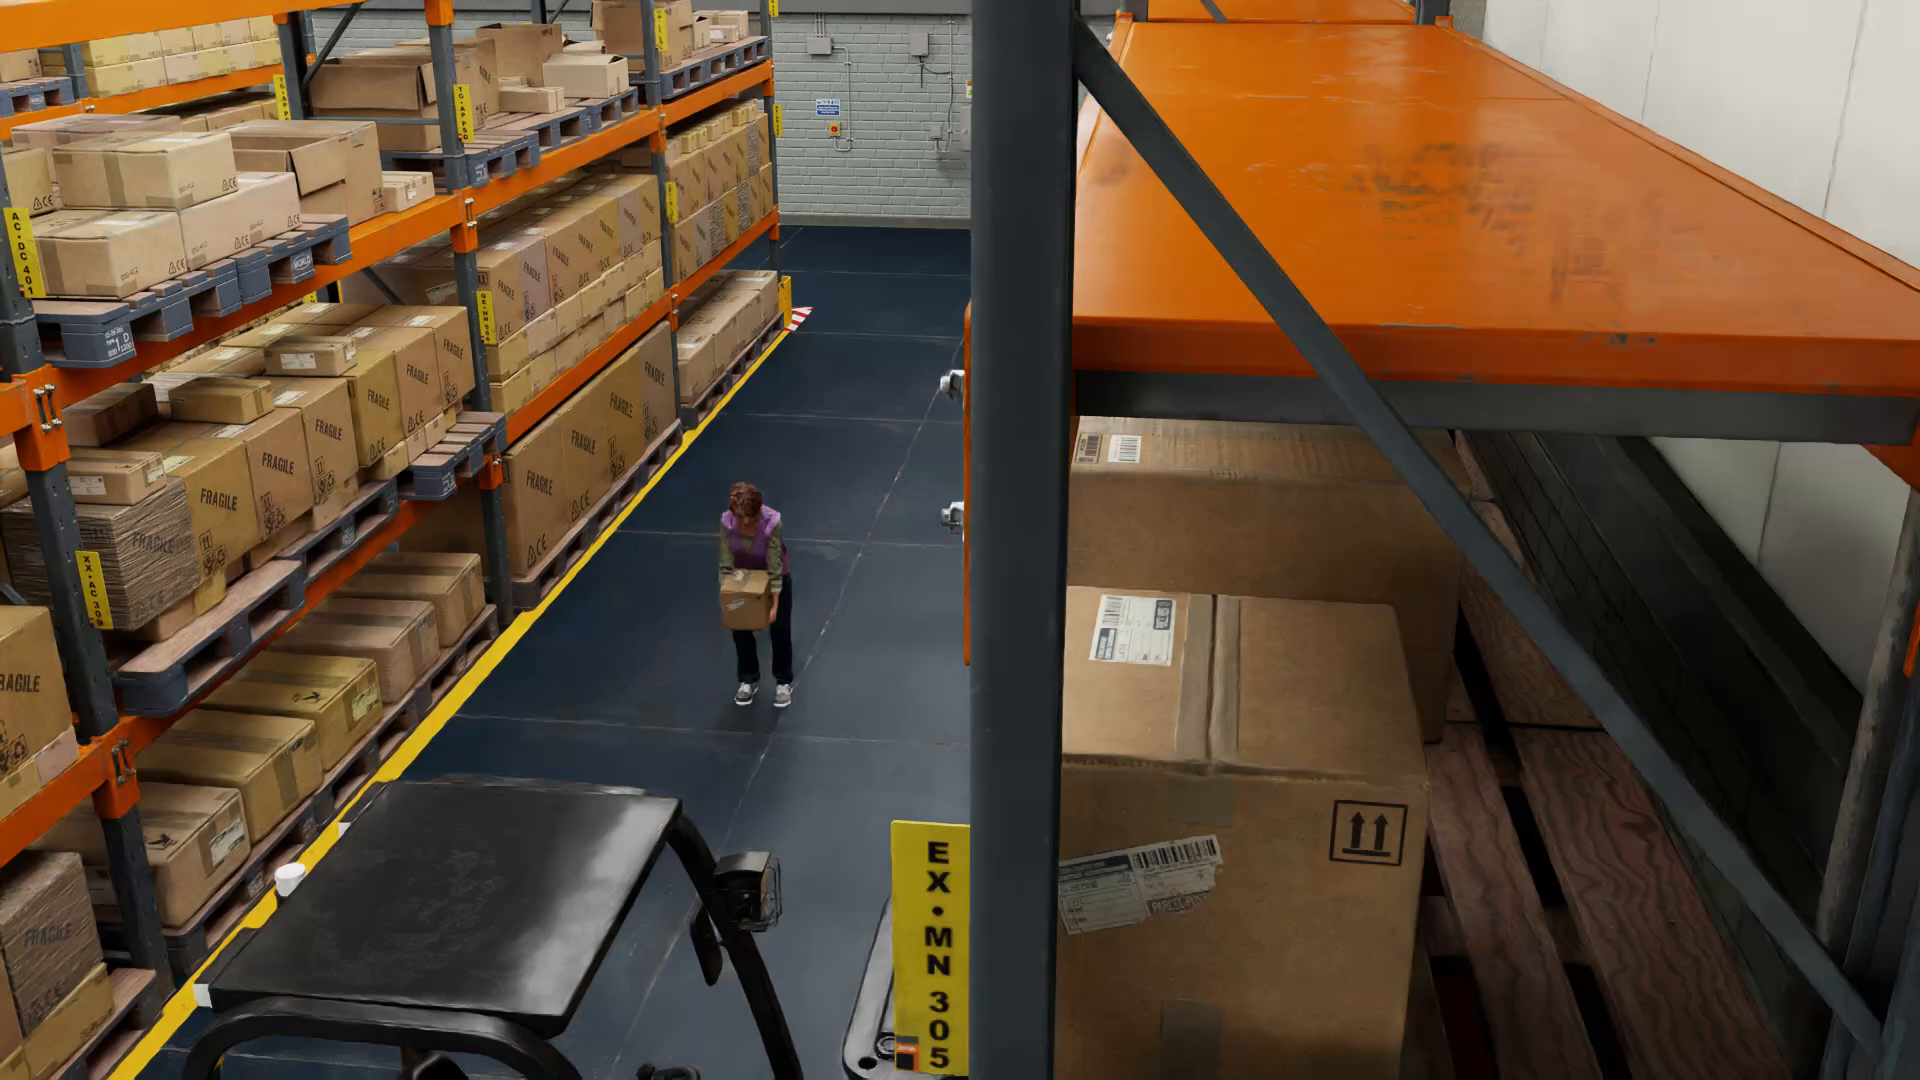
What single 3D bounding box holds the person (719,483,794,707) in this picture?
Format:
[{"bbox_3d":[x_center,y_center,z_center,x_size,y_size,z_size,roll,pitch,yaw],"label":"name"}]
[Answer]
[{"bbox_3d":[-1.170,0.302,9.510,0.377,1.472,0.637,2,22,5],"label":"person"}]
